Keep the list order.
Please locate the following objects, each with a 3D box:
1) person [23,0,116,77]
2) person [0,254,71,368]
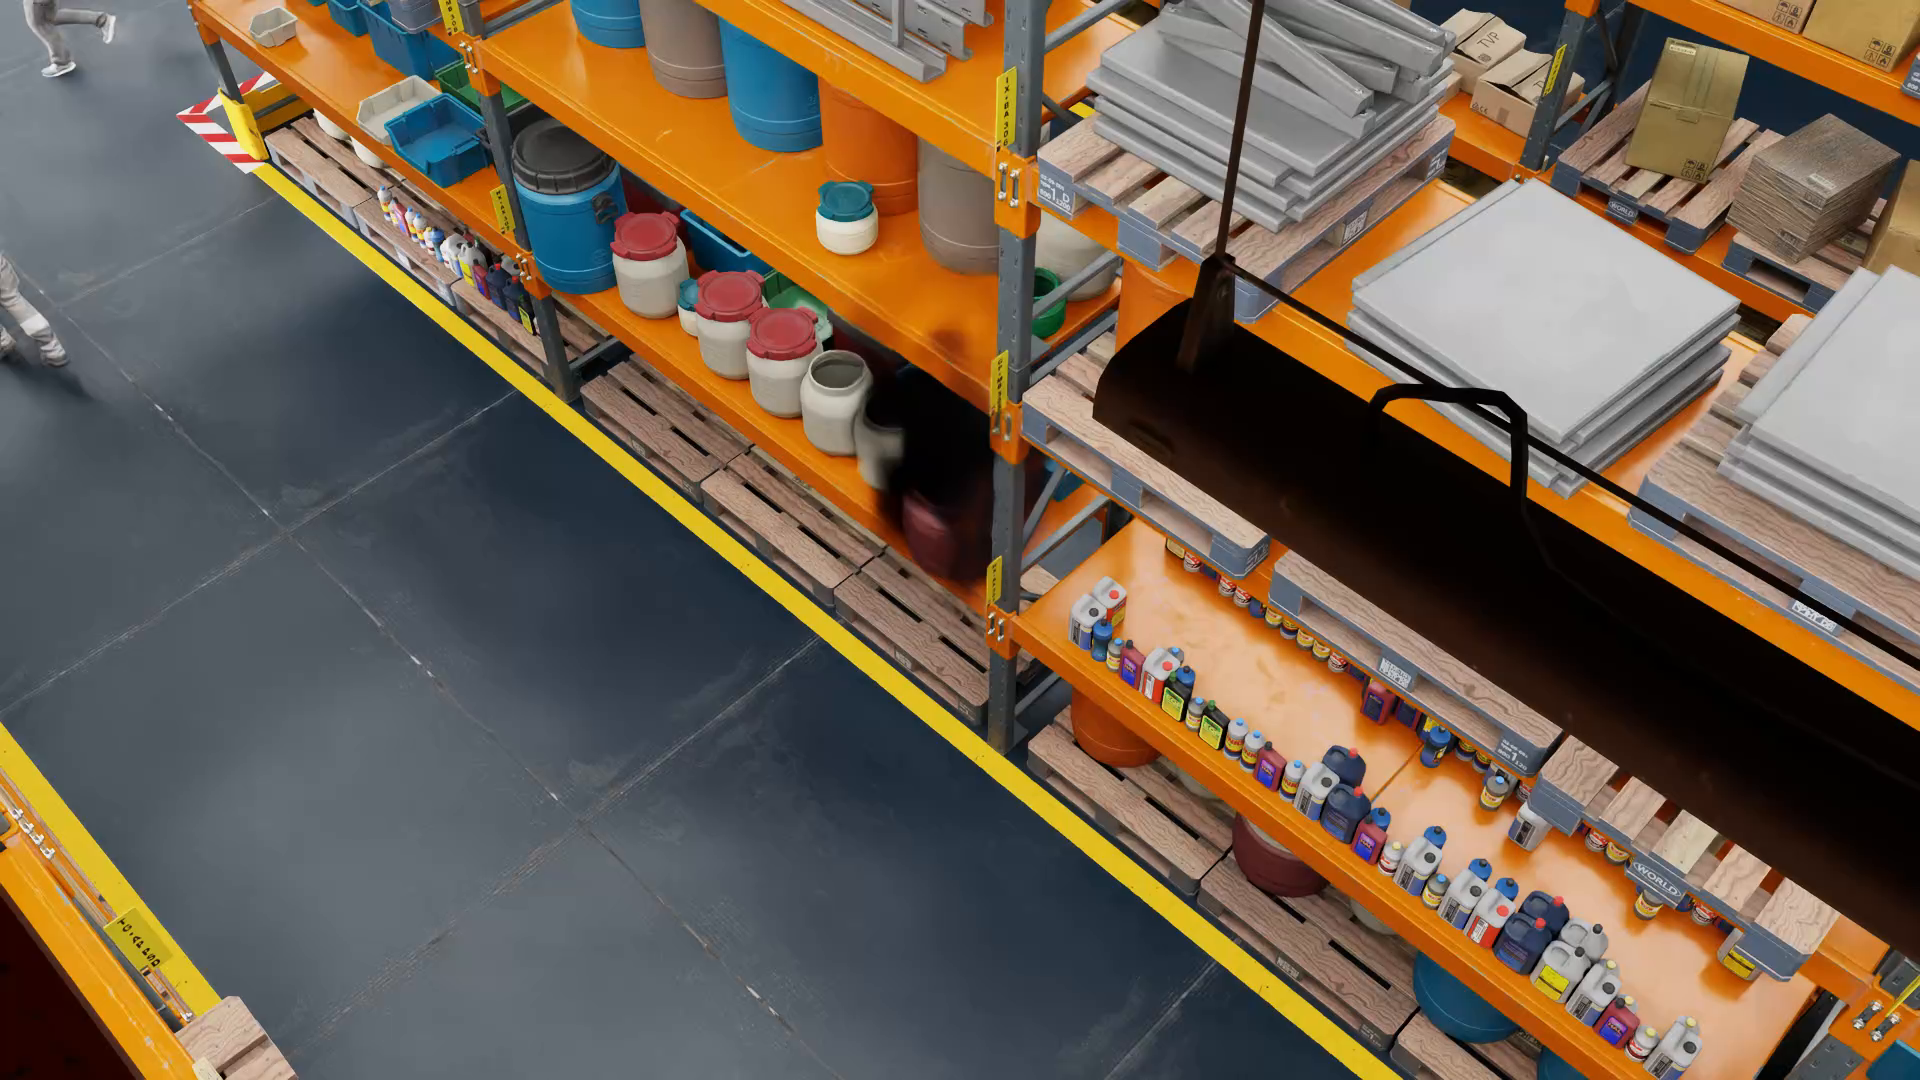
[{"bbox_3d":[-7.158,-4.356,13.036,0.694,1.586,0.543,-11,51,-9],"label":"person"},{"bbox_3d":[-6.362,-1.796,10.751,0.806,1.864,0.660,20,53,16],"label":"person"}]
